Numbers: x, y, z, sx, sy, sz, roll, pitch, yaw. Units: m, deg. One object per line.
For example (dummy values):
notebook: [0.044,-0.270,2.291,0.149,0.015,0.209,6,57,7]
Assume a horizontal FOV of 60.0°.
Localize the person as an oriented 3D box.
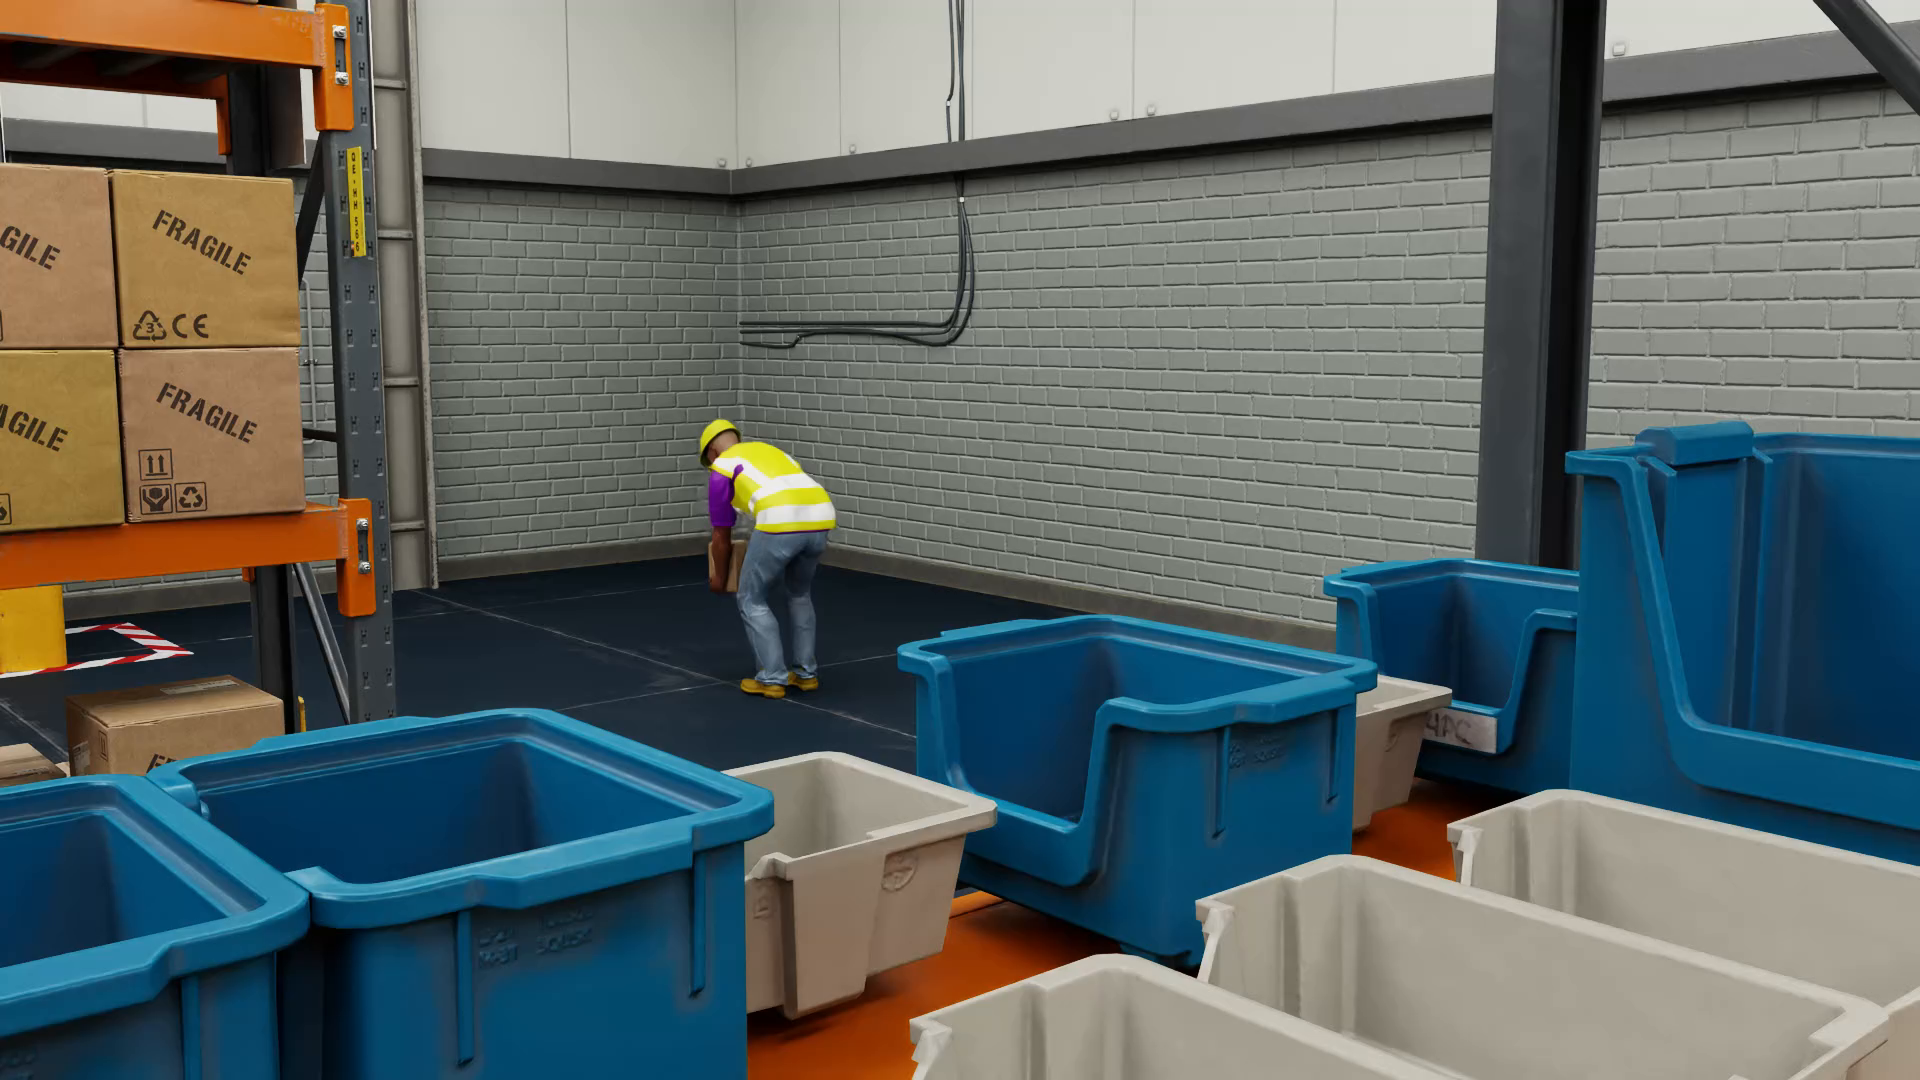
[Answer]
person: [-1.038,0.076,8.609,0.490,1.376,0.898,-7,10,-43]
